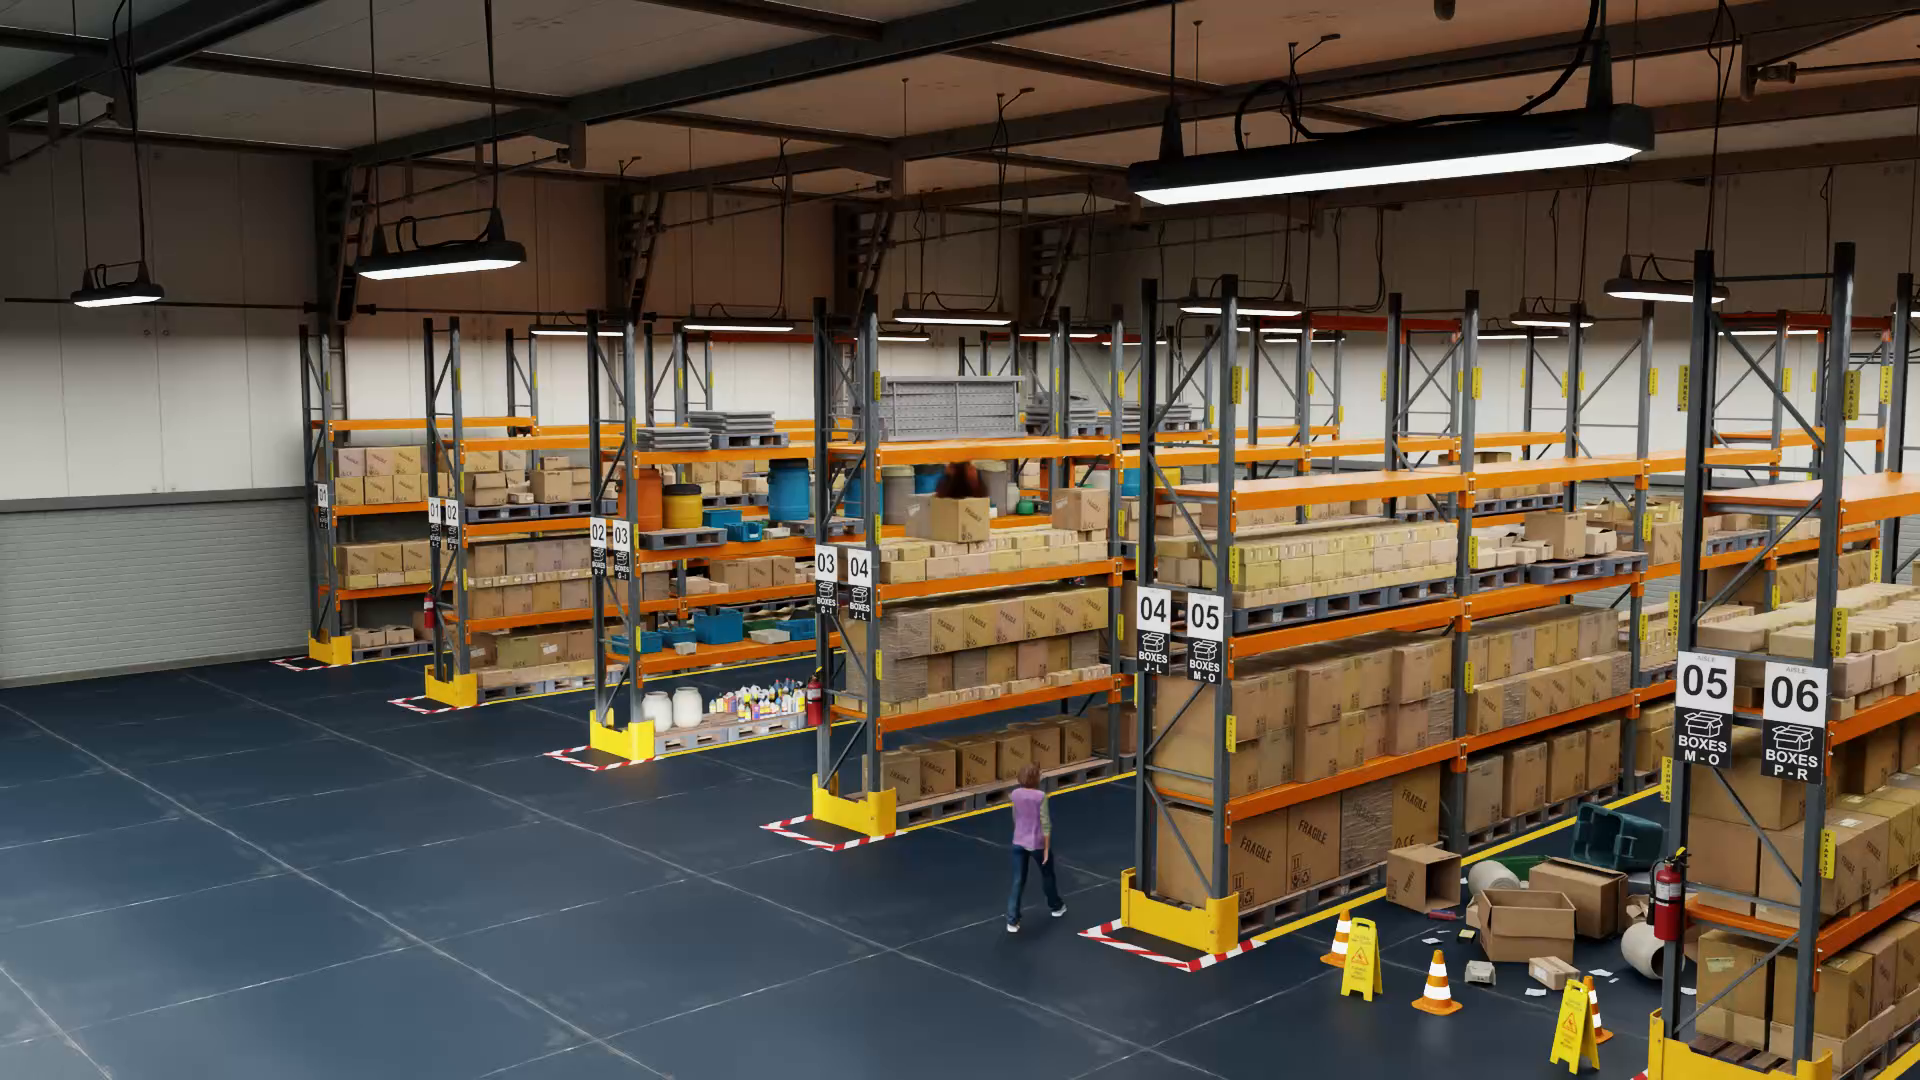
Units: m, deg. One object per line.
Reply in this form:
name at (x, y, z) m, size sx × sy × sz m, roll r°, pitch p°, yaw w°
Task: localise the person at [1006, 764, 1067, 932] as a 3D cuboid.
person at (0.717, 2.814, 15.491) m, size 0.453 × 1.546 × 0.880 m, roll 3°, pitch 7°, yaw 30°
